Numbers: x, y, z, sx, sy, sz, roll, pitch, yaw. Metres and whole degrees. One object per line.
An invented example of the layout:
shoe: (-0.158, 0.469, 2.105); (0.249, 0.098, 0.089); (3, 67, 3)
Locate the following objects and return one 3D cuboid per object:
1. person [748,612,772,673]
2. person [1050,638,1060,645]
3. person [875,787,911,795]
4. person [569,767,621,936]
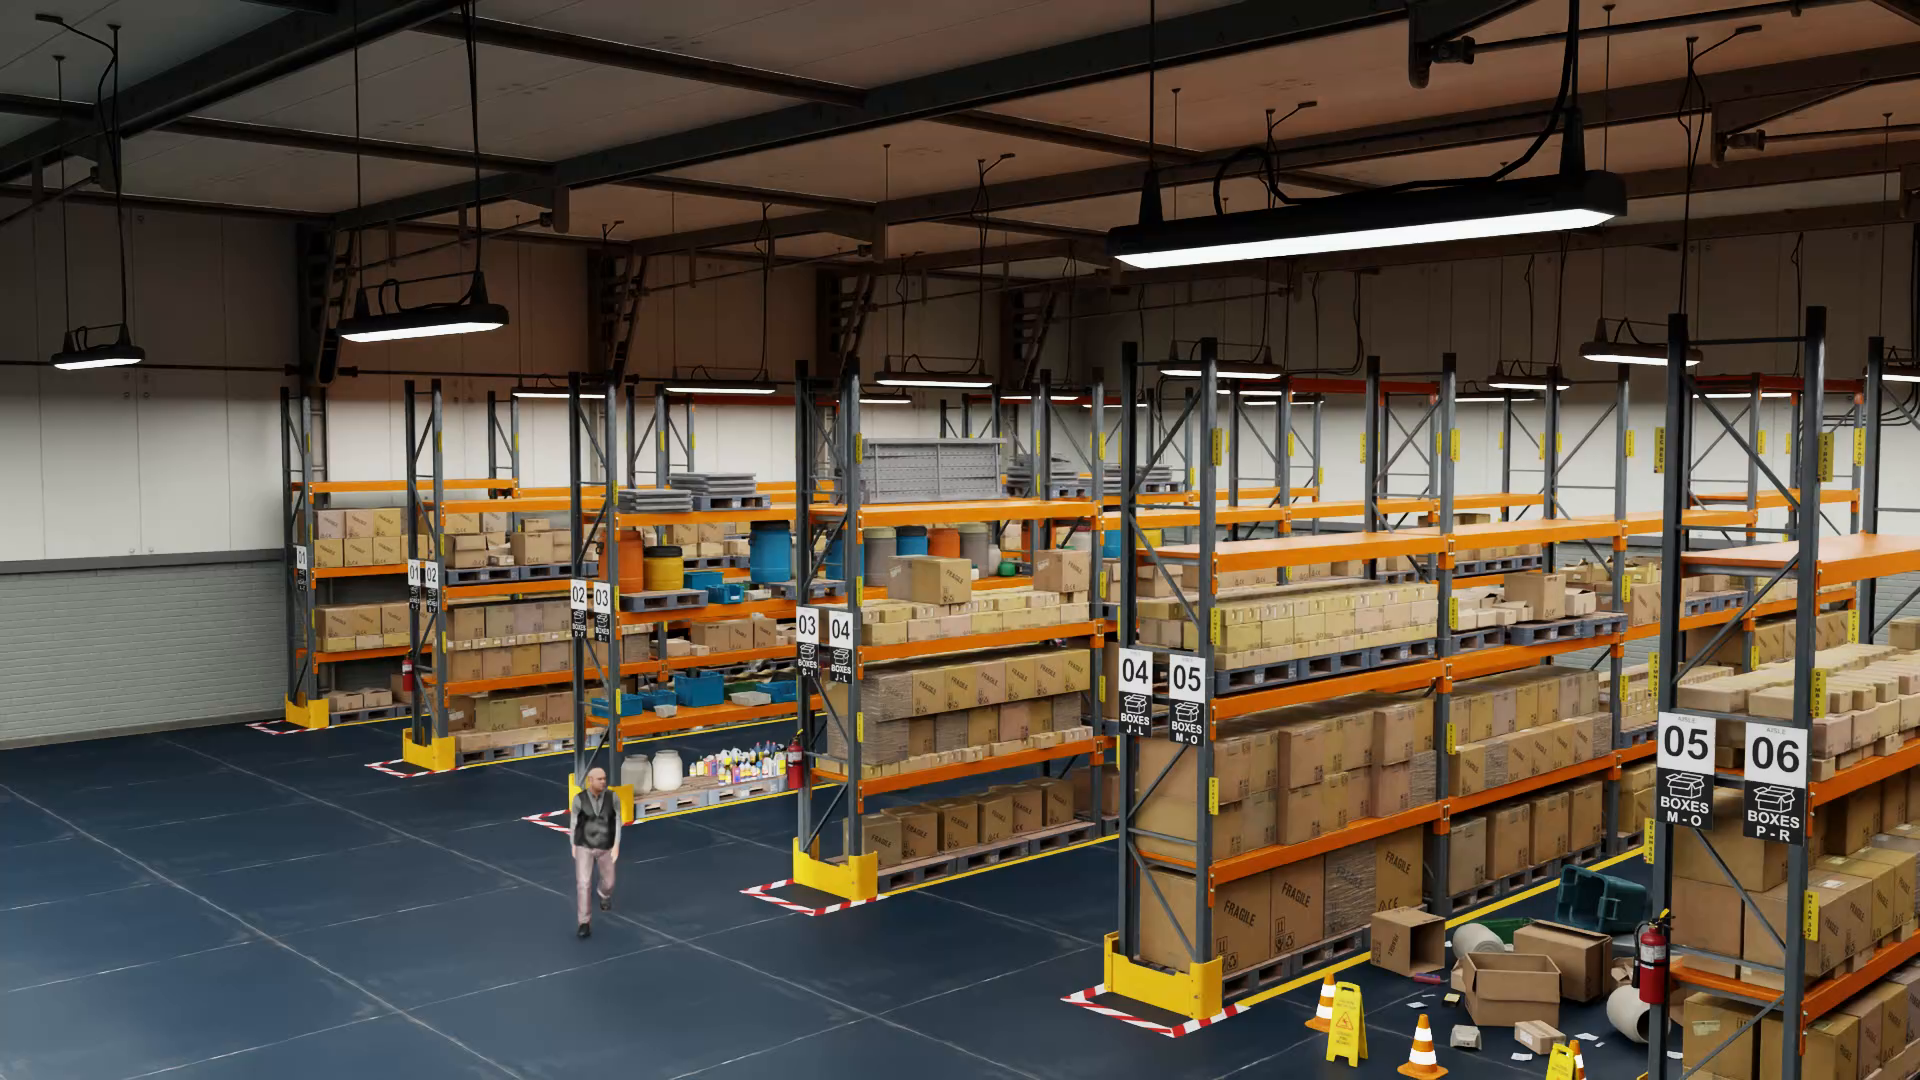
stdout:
person: (-4.171, 2.060, 34.485); (0.474, 1.768, 0.573); (-2, 4, -25)
person: (1.707, 2.377, 30.883); (0.534, 1.646, 0.503); (3, 5, 44)
person: (-0.975, 2.817, 24.022); (0.515, 1.713, 0.668); (3, 5, 43)
person: (-3.849, 3.210, 17.493); (0.555, 1.669, 0.945); (-2, 4, -26)
